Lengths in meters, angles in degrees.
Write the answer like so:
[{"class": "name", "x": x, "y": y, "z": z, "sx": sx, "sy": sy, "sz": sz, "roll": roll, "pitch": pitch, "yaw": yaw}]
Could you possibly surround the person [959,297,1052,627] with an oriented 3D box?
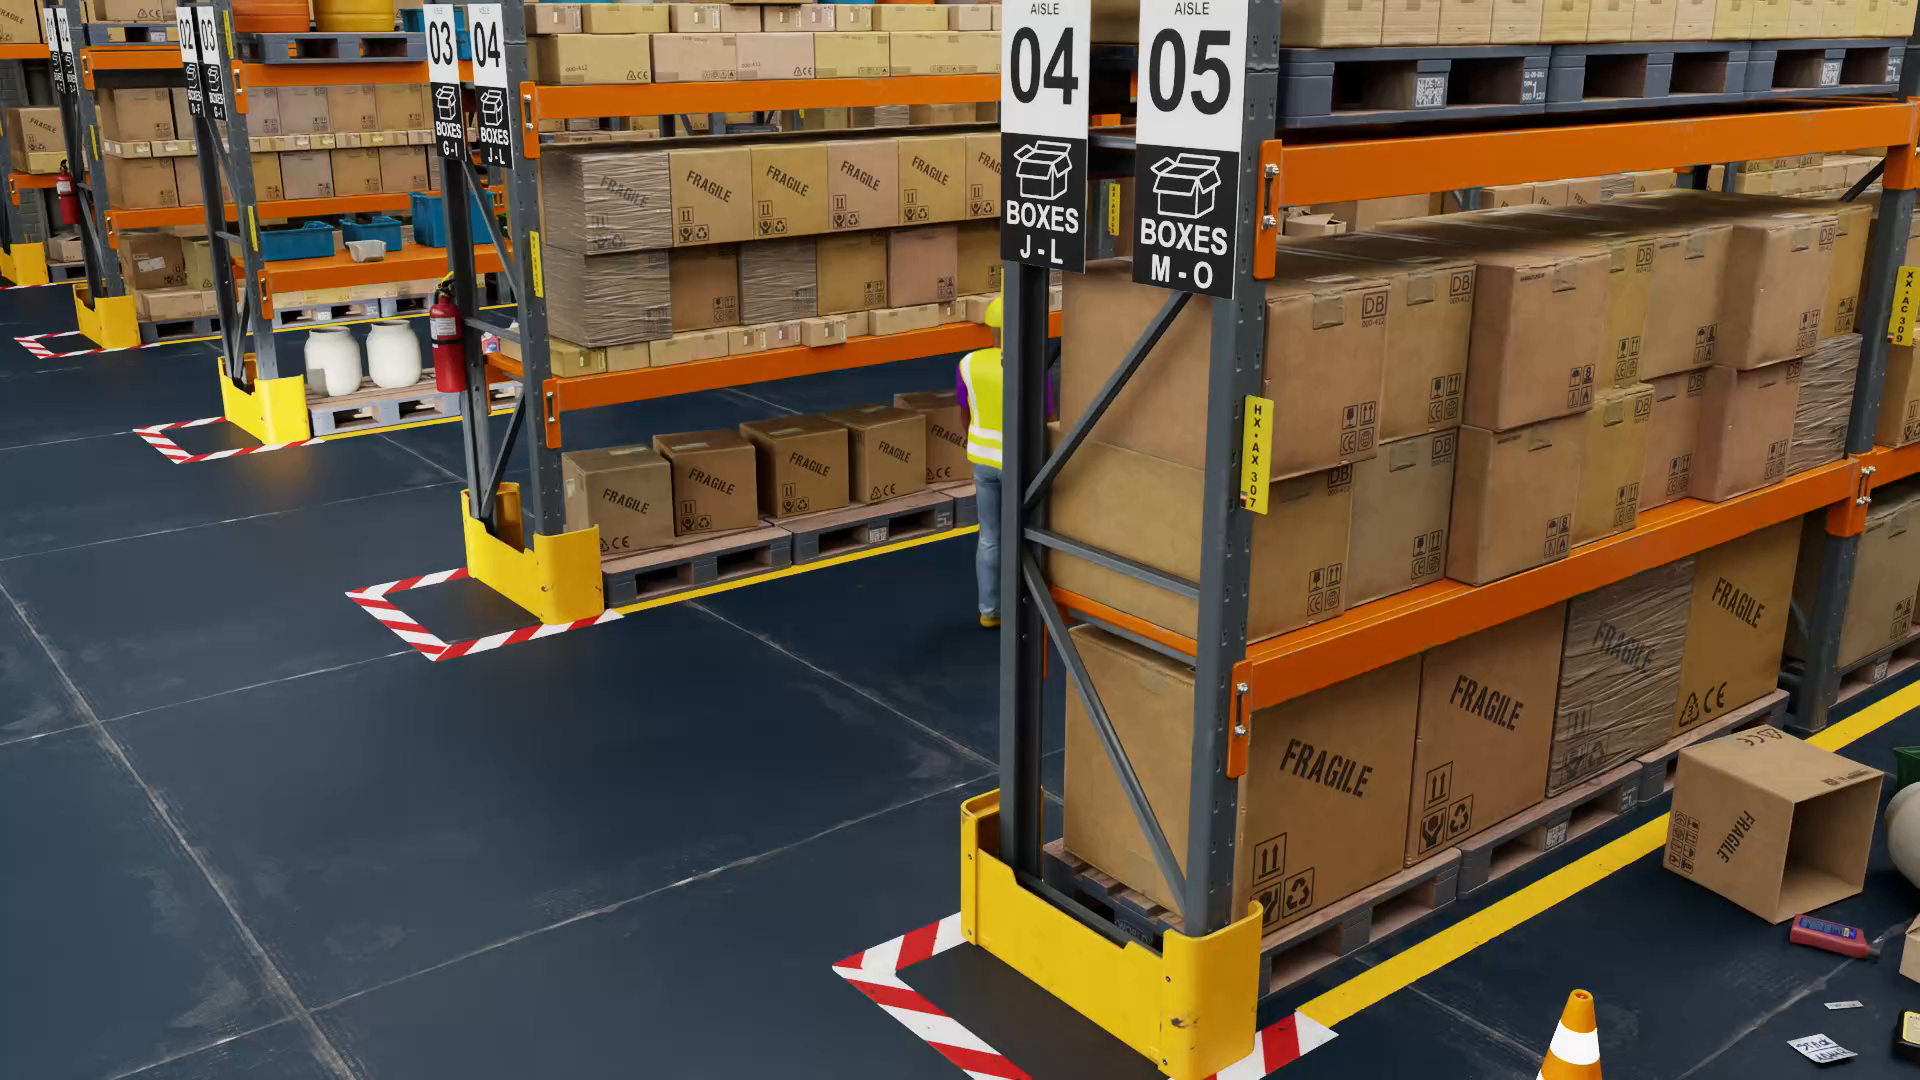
[{"class": "person", "x": 0.301, "y": -0.419, "z": 8.868, "sx": 0.590, "sy": 1.809, "sz": 0.700, "roll": 9, "pitch": 20, "yaw": 25}]
